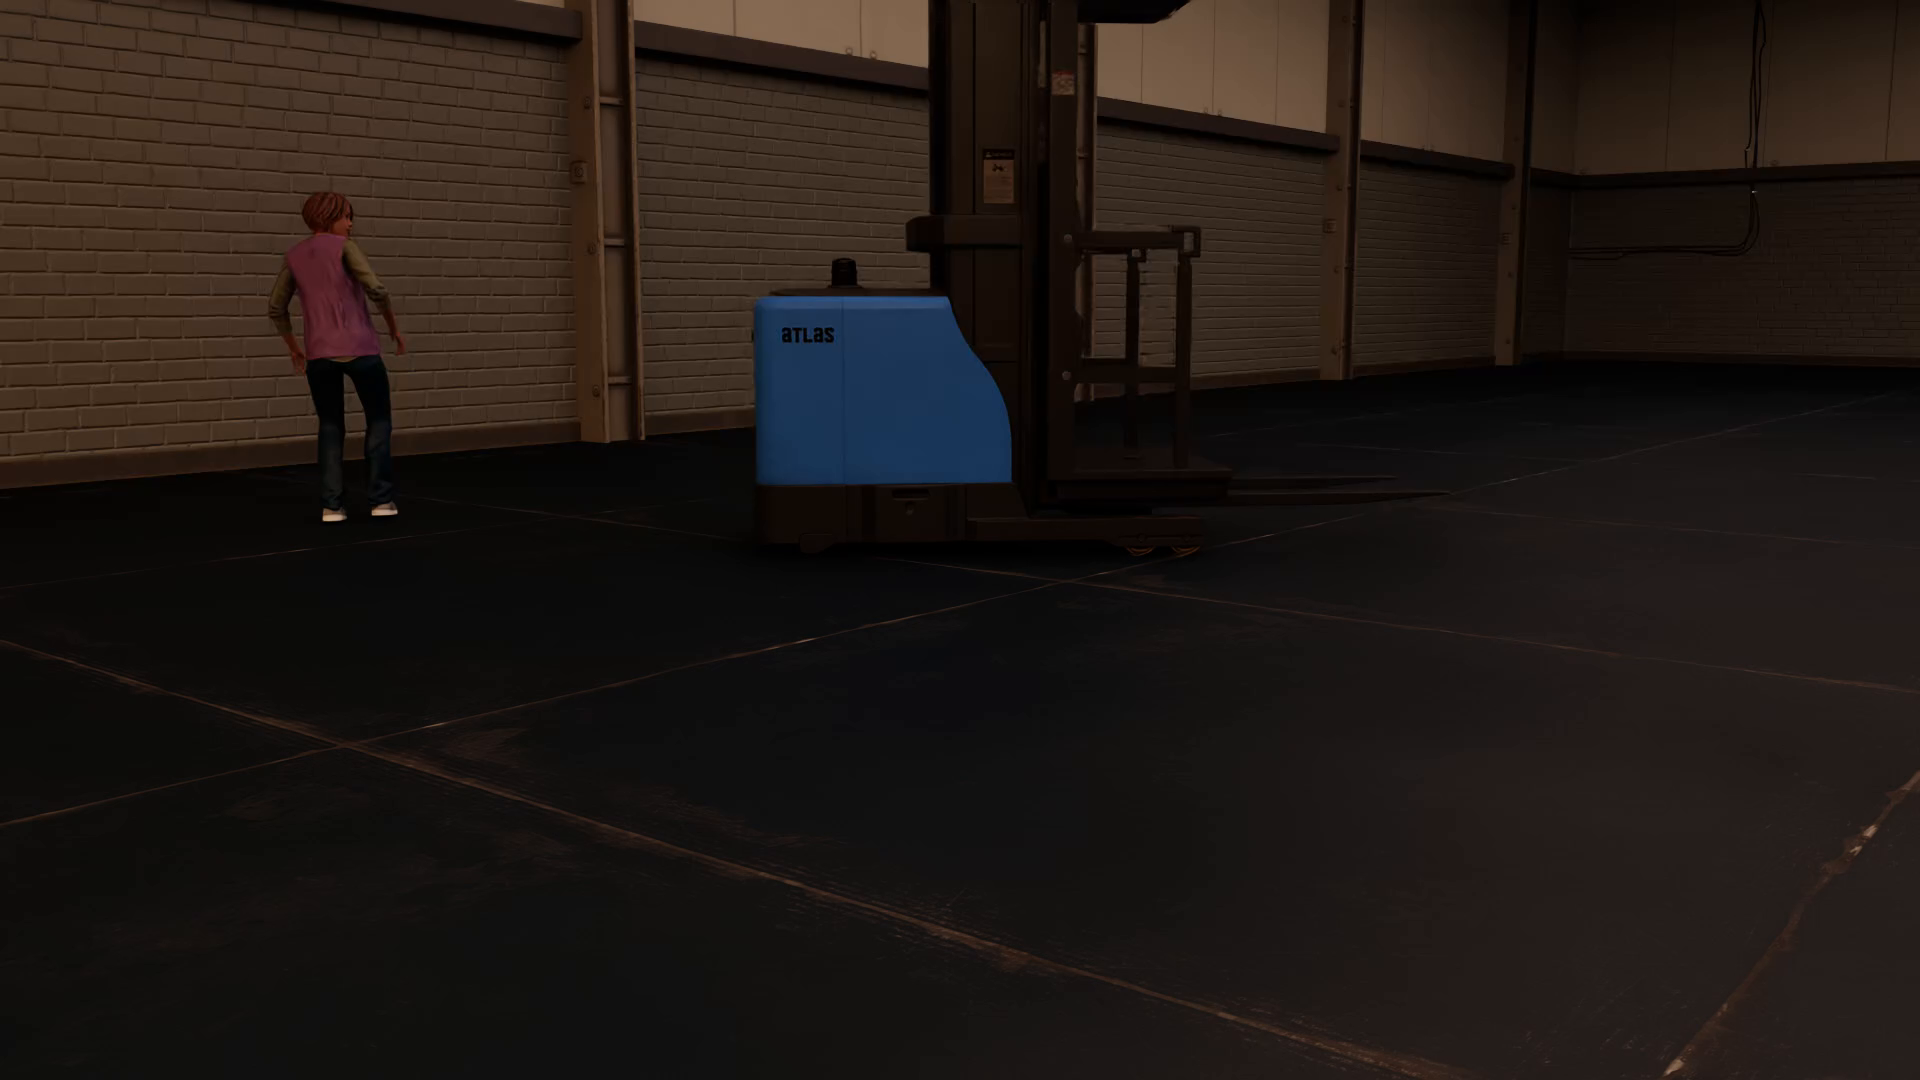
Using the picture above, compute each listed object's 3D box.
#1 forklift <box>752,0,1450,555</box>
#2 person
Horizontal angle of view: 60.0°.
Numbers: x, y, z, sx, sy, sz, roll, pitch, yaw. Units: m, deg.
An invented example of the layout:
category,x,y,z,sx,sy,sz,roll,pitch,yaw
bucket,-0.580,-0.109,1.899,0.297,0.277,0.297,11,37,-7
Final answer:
category,x,y,z,sx,sy,sz,roll,pitch,yaw
forklift,0.607,-1.461,7.267,3.031,2.935,1.130,-1,8,-6
person,-2.979,-0.872,7.980,0.611,1.573,0.446,0,8,1
